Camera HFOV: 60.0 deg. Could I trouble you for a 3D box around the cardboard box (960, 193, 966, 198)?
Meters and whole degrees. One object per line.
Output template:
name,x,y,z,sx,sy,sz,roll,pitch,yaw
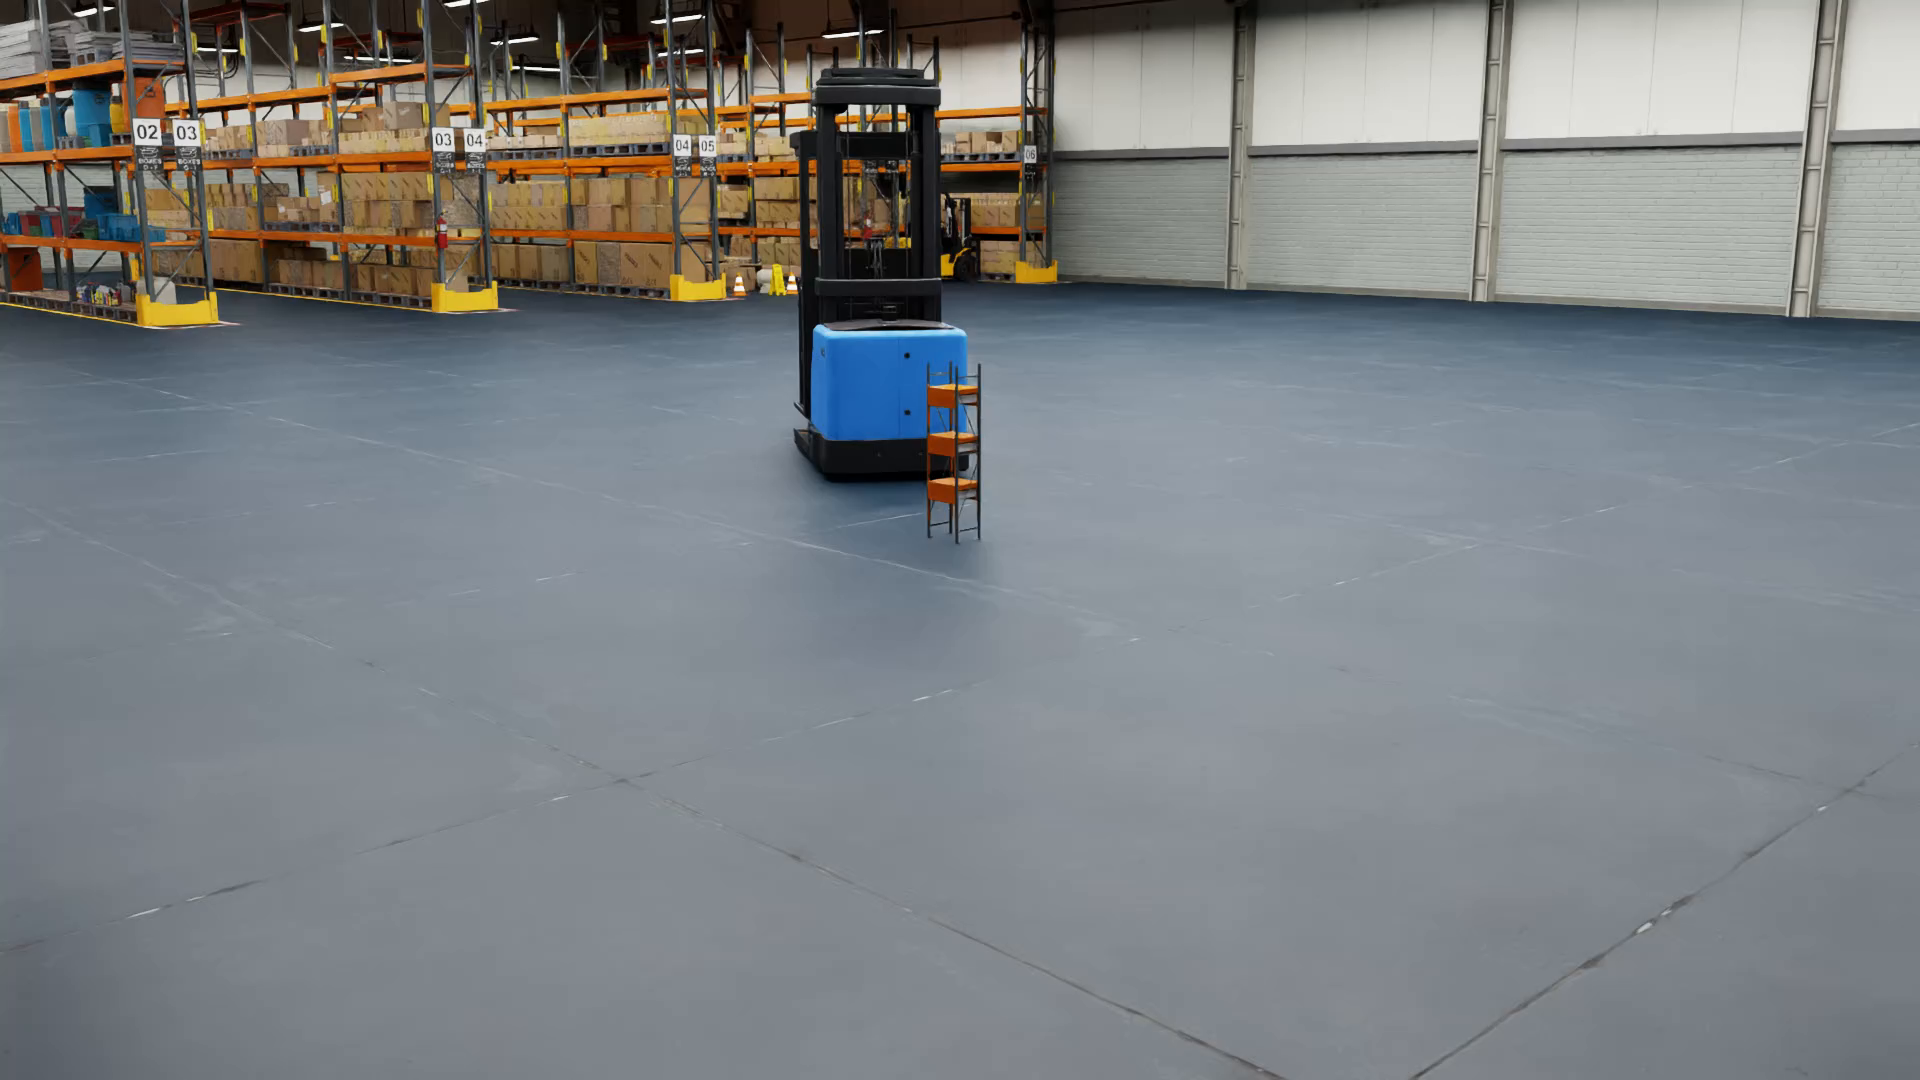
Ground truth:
cardboard box,0.207,-8.506,41.172,0.380,0.149,0.250,-11,16,-42

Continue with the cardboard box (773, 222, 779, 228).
cardboard box,-4.115,-7.322,38.641,0.380,0.149,0.250,-11,16,-43

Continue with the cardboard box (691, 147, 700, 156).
cardboard box,-6.207,-9.485,40.827,0.797,0.503,0.637,-11,16,-43

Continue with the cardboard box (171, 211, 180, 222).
cardboard box,-18.064,-7.562,38.817,0.500,0.250,0.500,-10,15,-41

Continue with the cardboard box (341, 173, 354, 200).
cardboard box,-11.559,-6.803,32.033,0.500,0.500,0.500,-11,16,-43

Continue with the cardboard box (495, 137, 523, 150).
cardboard box,-10.104,-8.920,37.425,0.500,0.250,0.500,-10,16,-41

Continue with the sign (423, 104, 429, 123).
sign,-9.339,-7.464,29.078,0.100,0.325,0.005,-11,16,-43

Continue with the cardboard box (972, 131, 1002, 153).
cardboard box,0.715,-9.676,40.471,0.700,0.500,0.500,-11,16,-42

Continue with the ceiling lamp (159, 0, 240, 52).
ceiling lamp,-19.992,-14.513,43.587,2.000,3.185,0.800,-11,16,-43

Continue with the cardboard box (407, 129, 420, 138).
cardboard box,-9.704,-7.302,29.872,0.250,0.149,0.380,11,16,43

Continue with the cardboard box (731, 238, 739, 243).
cardboard box,-6.400,-8.670,48.105,0.380,0.149,0.250,-10,15,-40

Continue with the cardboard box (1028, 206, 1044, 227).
cardboard box,1.690,-7.869,40.423,0.500,0.500,0.500,-10,15,-41

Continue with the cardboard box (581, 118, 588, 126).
cardboard box,-7.671,-8.712,34.691,0.380,0.149,0.250,-11,16,-43

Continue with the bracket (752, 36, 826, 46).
bracket,-4.464,-13.900,46.158,0.076,0.066,4.783,-11,16,-43

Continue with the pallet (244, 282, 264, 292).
pallet,-14.938,-5.563,36.389,1.003,0.211,1.213,-11,16,-43

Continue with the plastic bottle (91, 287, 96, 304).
plastic bottle,-14.796,-4.181,28.413,0.061,0.283,0.133,-10,15,-40

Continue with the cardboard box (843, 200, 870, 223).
cardboard box,-2.330,-7.252,36.692,0.500,0.500,0.500,-11,16,-44

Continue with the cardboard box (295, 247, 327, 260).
cardboard box,-13.590,-5.992,34.807,0.500,0.250,0.500,-9,14,-36

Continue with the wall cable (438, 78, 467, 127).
wall cable,-16.391,-13.185,51.608,2.355,3.000,0.029,-11,16,-43

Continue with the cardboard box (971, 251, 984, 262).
cardboard box,0.559,-6.987,40.926,0.500,0.250,0.500,-11,16,-44

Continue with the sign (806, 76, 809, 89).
sign,-4.079,-12.234,44.480,0.100,0.325,0.005,-11,16,-43

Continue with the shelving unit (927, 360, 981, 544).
shelving unit,-0.037,-0.522,9.843,0.215,1.050,0.252,-11,16,-43

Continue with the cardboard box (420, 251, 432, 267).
cardboard box,-12.868,-6.823,40.748,0.500,0.500,0.500,-10,15,-40

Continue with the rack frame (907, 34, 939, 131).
rack frame,-0.931,-11.231,42.122,1.000,3.000,0.127,-11,16,-43

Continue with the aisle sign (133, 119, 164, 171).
aisle sign,-12.671,-6.167,25.967,0.394,0.787,0.004,-11,16,-43

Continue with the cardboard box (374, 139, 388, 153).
cardboard box,-10.486,-7.287,30.787,0.500,0.250,0.500,-11,16,-44

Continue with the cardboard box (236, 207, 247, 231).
cardboard box,-15.308,-6.963,36.027,0.500,0.500,0.500,-11,16,-43

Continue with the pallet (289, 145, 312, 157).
pallet,-12.753,-7.852,33.623,1.213,0.211,1.003,-11,16,-43

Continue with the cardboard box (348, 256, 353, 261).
cardboard box,-15.991,-7.442,43.887,0.380,0.149,0.250,-11,16,-43

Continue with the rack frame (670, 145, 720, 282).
rack frame,-5.266,-6.312,33.114,1.000,3.000,0.127,-11,16,-43

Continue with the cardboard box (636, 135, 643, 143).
cardboard box,-6.266,-8.025,33.331,0.380,0.149,0.250,-11,16,-42

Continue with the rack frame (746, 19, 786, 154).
rack frame,-4.518,-10.539,38.762,1.000,3.000,0.127,-11,16,-43

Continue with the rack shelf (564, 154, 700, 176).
rack shelf,-6.647,-7.721,34.301,1.077,0.370,4.000,-11,16,-43

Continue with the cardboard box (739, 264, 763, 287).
cardboard box,-4.762,-6.031,37.940,0.500,0.500,0.500,-1,12,-4

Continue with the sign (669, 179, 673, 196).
sign,-5.668,-6.921,32.617,0.100,0.325,0.005,-11,16,-43

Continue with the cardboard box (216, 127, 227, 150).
cardboard box,-15.874,-8.824,36.575,0.797,0.503,0.637,-11,16,-43

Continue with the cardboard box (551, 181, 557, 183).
cardboard box,-10.942,-9.751,45.472,0.380,0.149,0.250,-11,16,-43

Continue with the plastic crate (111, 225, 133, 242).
plastic crate,-13.512,-4.999,27.112,0.499,0.251,0.408,-11,16,-43

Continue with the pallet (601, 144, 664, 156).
pallet,-6.633,-8.023,34.204,1.003,0.211,1.213,-11,16,-43

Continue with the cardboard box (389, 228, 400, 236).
cardboard box,-10.381,-5.730,30.910,0.380,0.149,0.250,-11,16,-43

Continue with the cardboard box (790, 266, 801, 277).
cardboard box,-3.561,-6.182,38.258,0.500,0.250,0.500,-11,16,-43

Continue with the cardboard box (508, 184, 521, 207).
cardboard box,-9.782,-7.803,37.626,0.700,0.500,0.500,-11,16,-43

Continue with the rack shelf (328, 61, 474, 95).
rack shelf,-10.304,-8.512,30.716,1.077,0.370,4.000,-11,16,-43

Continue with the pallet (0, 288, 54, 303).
pallet,-18.605,-4.856,32.960,1.003,0.211,1.213,-11,16,-43

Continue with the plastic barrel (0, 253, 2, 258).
plastic barrel,-19.940,-5.689,34.253,0.600,0.901,0.708,-11,16,-43

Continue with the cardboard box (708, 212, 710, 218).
cardboard box,-6.110,-7.951,40.650,0.380,0.149,0.250,-10,15,-41

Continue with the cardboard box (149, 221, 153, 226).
cardboard box,-19.255,-7.600,39.989,0.380,0.149,0.250,-11,16,-44

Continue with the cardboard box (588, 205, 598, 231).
cardboard box,-7.369,-6.840,35.305,0.875,0.550,0.550,-11,16,-43

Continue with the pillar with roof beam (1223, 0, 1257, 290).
pillar with roof beam,3.032,-9.399,33.230,9.100,9.000,0.548,-11,16,-43

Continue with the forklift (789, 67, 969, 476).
forklift,-0.737,-2.153,13.097,1.130,2.935,3.031,-2,12,-11

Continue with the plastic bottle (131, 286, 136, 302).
plastic bottle,-14.316,-4.267,28.831,0.061,0.283,0.133,-11,16,-43

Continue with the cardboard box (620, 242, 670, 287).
cardboard box,-6.391,-5.695,34.344,0.875,0.875,0.875,-11,16,-43

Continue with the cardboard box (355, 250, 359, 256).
cardboard box,-15.610,-7.521,43.534,0.250,0.149,0.380,11,16,42

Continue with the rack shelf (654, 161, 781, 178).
rack shelf,-5.899,-9.009,40.554,1.077,0.370,4.000,-11,16,-43

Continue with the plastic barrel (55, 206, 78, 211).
plastic barrel,-16.575,-5.936,30.953,0.433,0.535,0.433,0,12,0

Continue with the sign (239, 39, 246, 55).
sign,-14.847,-10.199,34.405,0.100,0.325,0.005,-11,16,-43

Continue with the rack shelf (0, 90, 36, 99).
rack shelf,-19.411,-8.795,33.073,1.077,0.370,4.000,-11,16,-43
